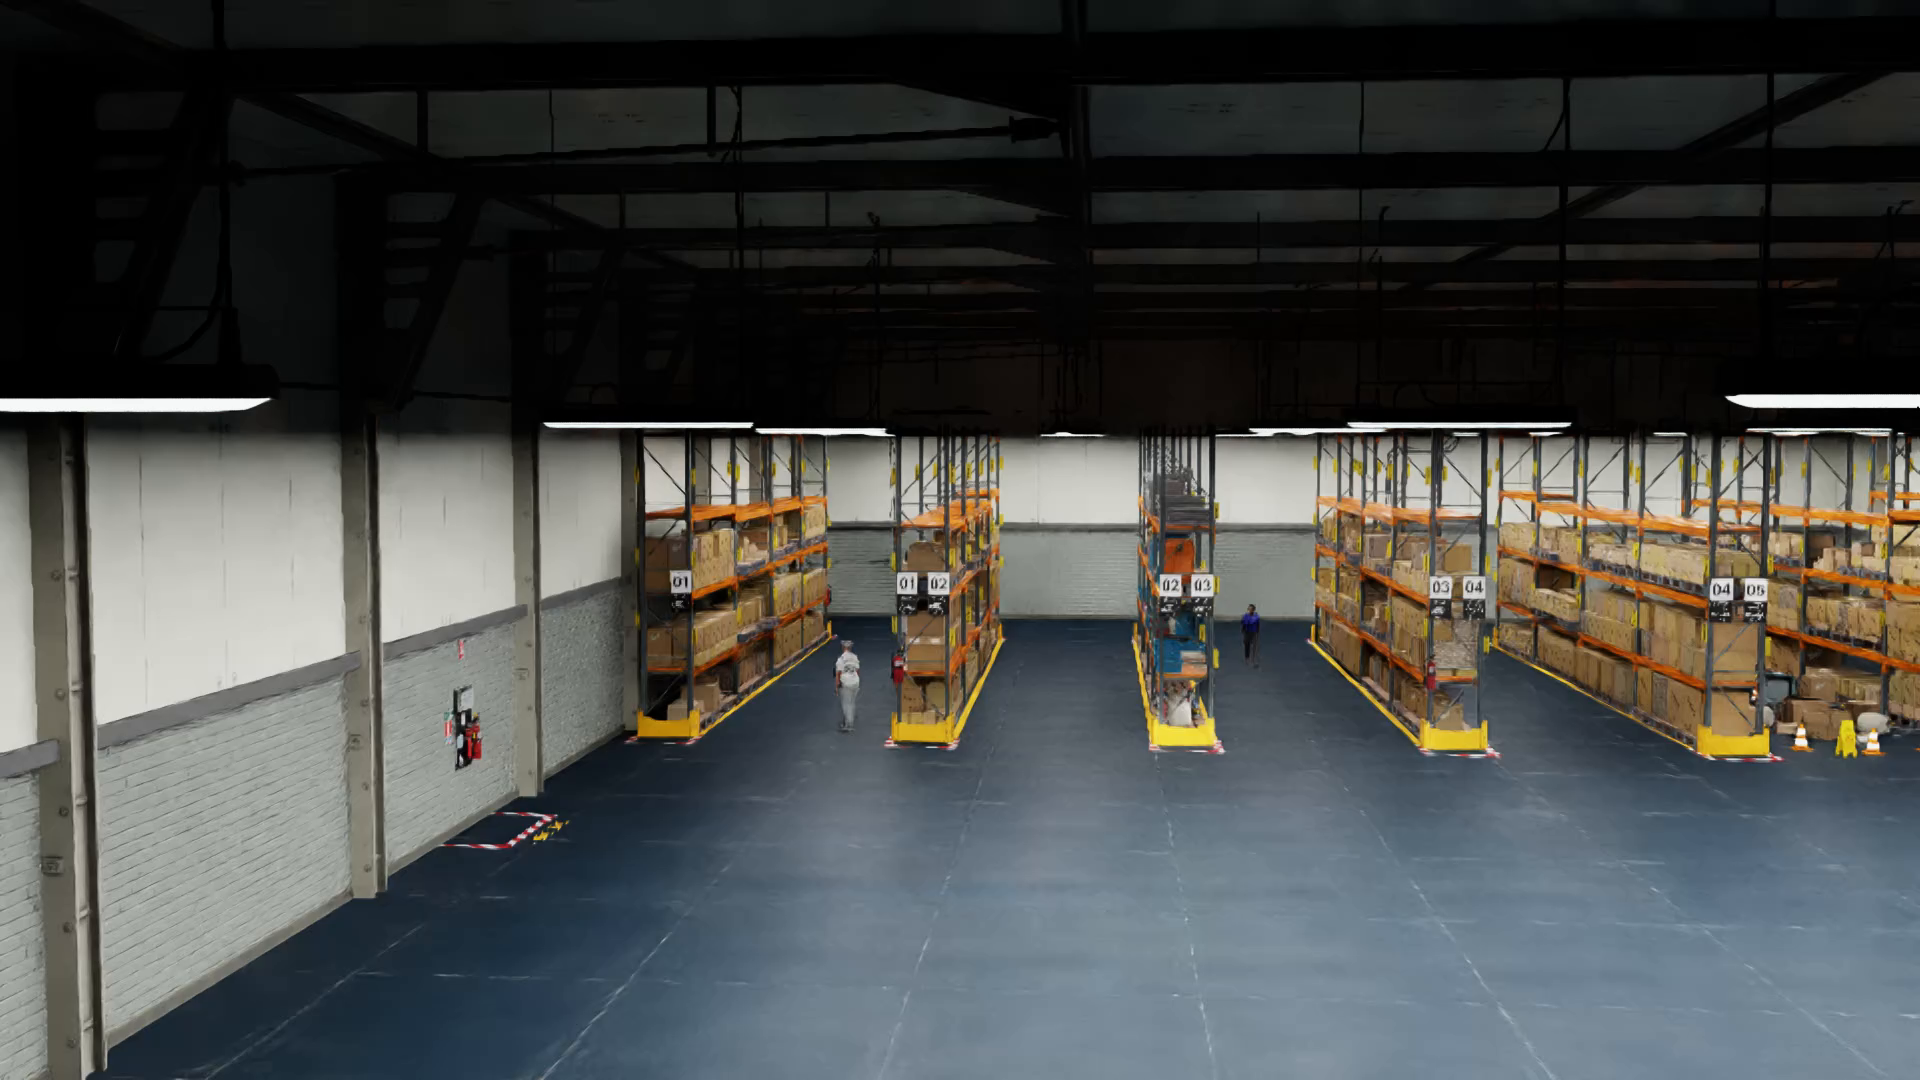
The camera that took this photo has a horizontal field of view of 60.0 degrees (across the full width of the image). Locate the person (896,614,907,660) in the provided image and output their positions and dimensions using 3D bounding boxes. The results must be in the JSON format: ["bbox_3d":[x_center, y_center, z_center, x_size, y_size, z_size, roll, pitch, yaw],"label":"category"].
[{"bbox_3d":[-1.428,2.309,42.777,0.446,1.590,1.110,0,3,7],"label":"person"}]

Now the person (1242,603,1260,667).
[{"bbox_3d":[7.320,2.370,41.884,0.447,1.574,1.088,0,4,7],"label":"person"}]

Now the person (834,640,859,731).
[{"bbox_3d":[-2.242,2.844,32.685,0.586,1.748,0.654,3,4,37],"label":"person"}]
